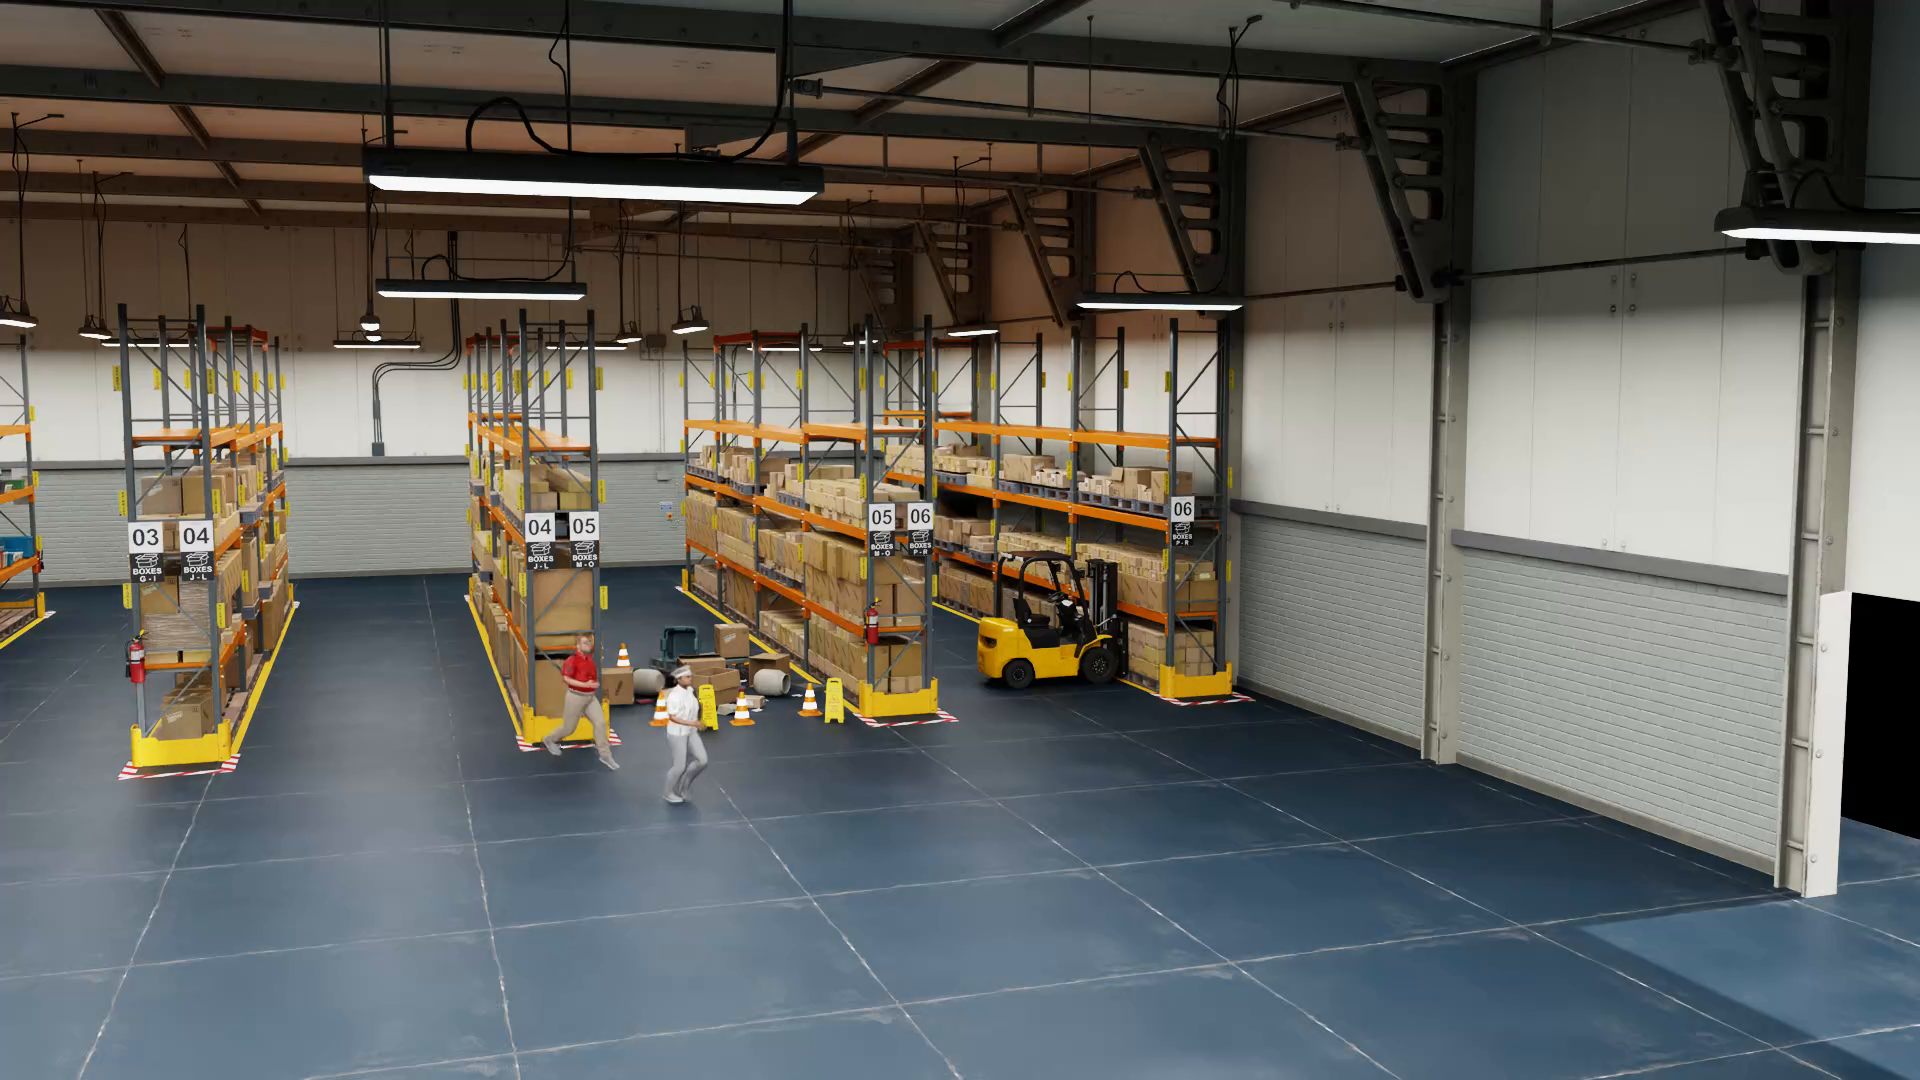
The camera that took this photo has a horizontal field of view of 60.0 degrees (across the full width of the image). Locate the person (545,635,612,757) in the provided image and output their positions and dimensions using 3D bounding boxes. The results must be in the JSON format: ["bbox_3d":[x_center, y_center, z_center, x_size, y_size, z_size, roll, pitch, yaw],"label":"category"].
[{"bbox_3d":[-5.007,2.029,21.655,0.945,1.596,0.627,3,6,29],"label":"person"}]

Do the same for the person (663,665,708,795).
[{"bbox_3d":[-3.273,2.252,19.713,0.555,1.586,0.550,3,6,27],"label":"person"}]
